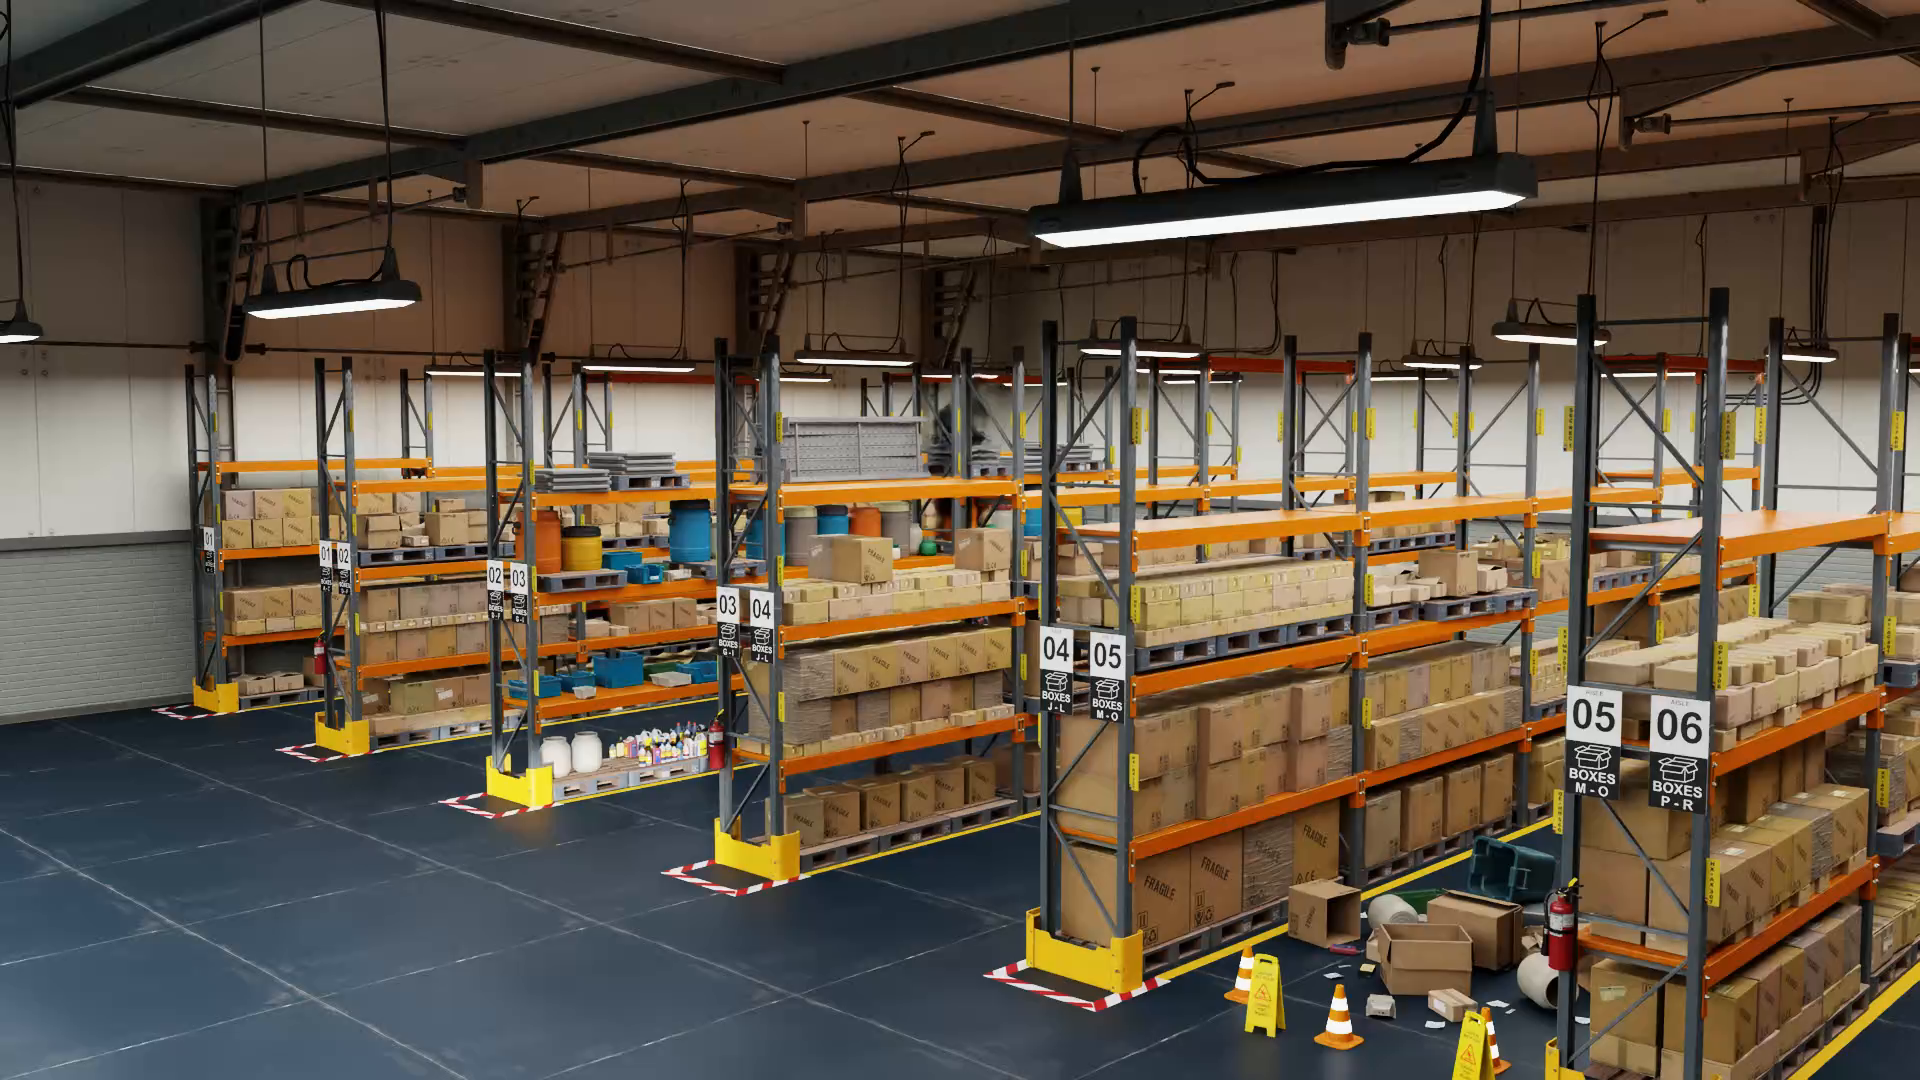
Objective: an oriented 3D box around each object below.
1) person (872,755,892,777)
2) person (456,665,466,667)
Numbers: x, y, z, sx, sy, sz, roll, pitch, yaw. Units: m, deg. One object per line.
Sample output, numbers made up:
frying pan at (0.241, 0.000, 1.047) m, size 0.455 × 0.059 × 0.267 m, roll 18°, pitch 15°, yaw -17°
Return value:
person at (-1.127, 2.562, 22.839) m, size 0.605 × 1.760 × 0.845 m, roll 3°, pitch 5°, yaw 32°
person at (-8.656, 2.077, 28.884) m, size 0.694 × 1.763 × 0.673 m, roll 4°, pitch 6°, yaw 41°
